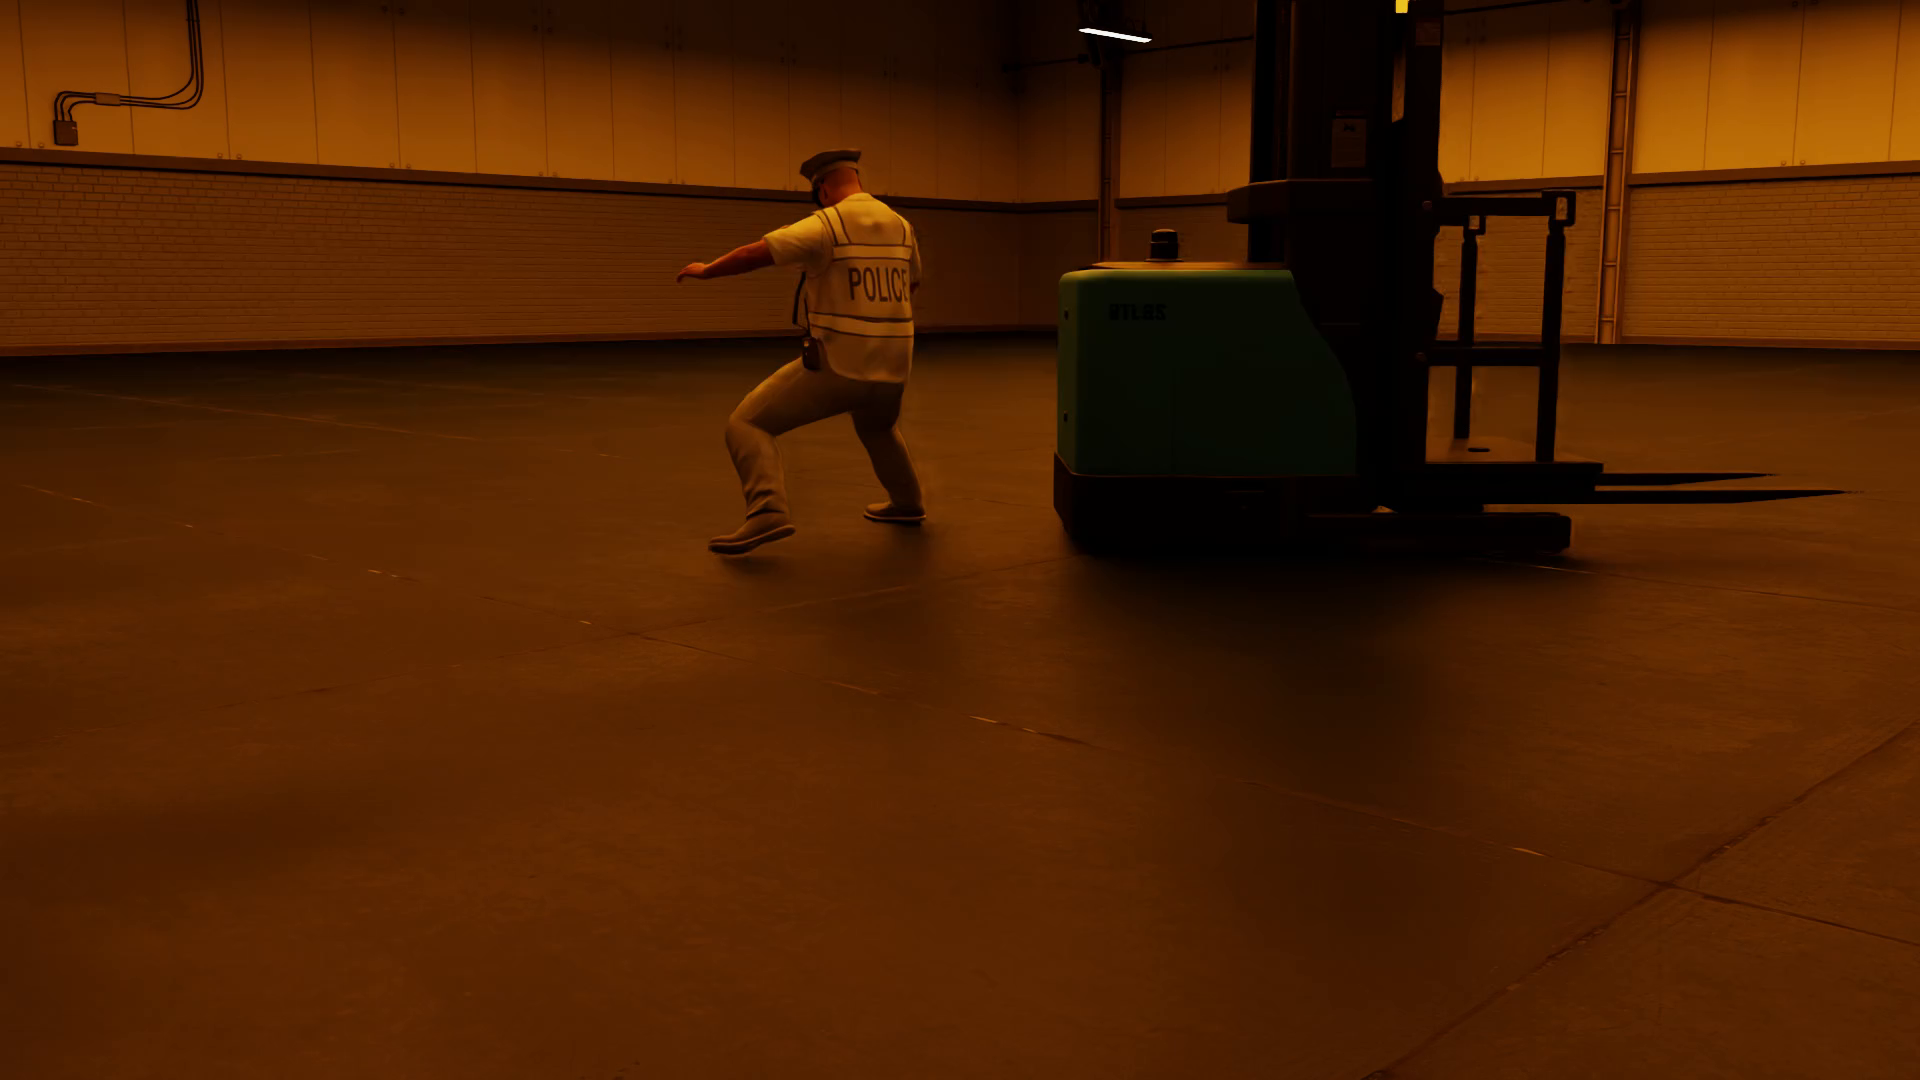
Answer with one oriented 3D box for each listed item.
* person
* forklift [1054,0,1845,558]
[{"bbox_3d":[-0.564,-0.762,6.602,1.278,1.538,0.743,-8,12,-42],"label":"person"},{"bbox_3d":[1.929,-1.462,6.586,3.031,2.935,1.130,0,9,-1],"label":"forklift"}]
